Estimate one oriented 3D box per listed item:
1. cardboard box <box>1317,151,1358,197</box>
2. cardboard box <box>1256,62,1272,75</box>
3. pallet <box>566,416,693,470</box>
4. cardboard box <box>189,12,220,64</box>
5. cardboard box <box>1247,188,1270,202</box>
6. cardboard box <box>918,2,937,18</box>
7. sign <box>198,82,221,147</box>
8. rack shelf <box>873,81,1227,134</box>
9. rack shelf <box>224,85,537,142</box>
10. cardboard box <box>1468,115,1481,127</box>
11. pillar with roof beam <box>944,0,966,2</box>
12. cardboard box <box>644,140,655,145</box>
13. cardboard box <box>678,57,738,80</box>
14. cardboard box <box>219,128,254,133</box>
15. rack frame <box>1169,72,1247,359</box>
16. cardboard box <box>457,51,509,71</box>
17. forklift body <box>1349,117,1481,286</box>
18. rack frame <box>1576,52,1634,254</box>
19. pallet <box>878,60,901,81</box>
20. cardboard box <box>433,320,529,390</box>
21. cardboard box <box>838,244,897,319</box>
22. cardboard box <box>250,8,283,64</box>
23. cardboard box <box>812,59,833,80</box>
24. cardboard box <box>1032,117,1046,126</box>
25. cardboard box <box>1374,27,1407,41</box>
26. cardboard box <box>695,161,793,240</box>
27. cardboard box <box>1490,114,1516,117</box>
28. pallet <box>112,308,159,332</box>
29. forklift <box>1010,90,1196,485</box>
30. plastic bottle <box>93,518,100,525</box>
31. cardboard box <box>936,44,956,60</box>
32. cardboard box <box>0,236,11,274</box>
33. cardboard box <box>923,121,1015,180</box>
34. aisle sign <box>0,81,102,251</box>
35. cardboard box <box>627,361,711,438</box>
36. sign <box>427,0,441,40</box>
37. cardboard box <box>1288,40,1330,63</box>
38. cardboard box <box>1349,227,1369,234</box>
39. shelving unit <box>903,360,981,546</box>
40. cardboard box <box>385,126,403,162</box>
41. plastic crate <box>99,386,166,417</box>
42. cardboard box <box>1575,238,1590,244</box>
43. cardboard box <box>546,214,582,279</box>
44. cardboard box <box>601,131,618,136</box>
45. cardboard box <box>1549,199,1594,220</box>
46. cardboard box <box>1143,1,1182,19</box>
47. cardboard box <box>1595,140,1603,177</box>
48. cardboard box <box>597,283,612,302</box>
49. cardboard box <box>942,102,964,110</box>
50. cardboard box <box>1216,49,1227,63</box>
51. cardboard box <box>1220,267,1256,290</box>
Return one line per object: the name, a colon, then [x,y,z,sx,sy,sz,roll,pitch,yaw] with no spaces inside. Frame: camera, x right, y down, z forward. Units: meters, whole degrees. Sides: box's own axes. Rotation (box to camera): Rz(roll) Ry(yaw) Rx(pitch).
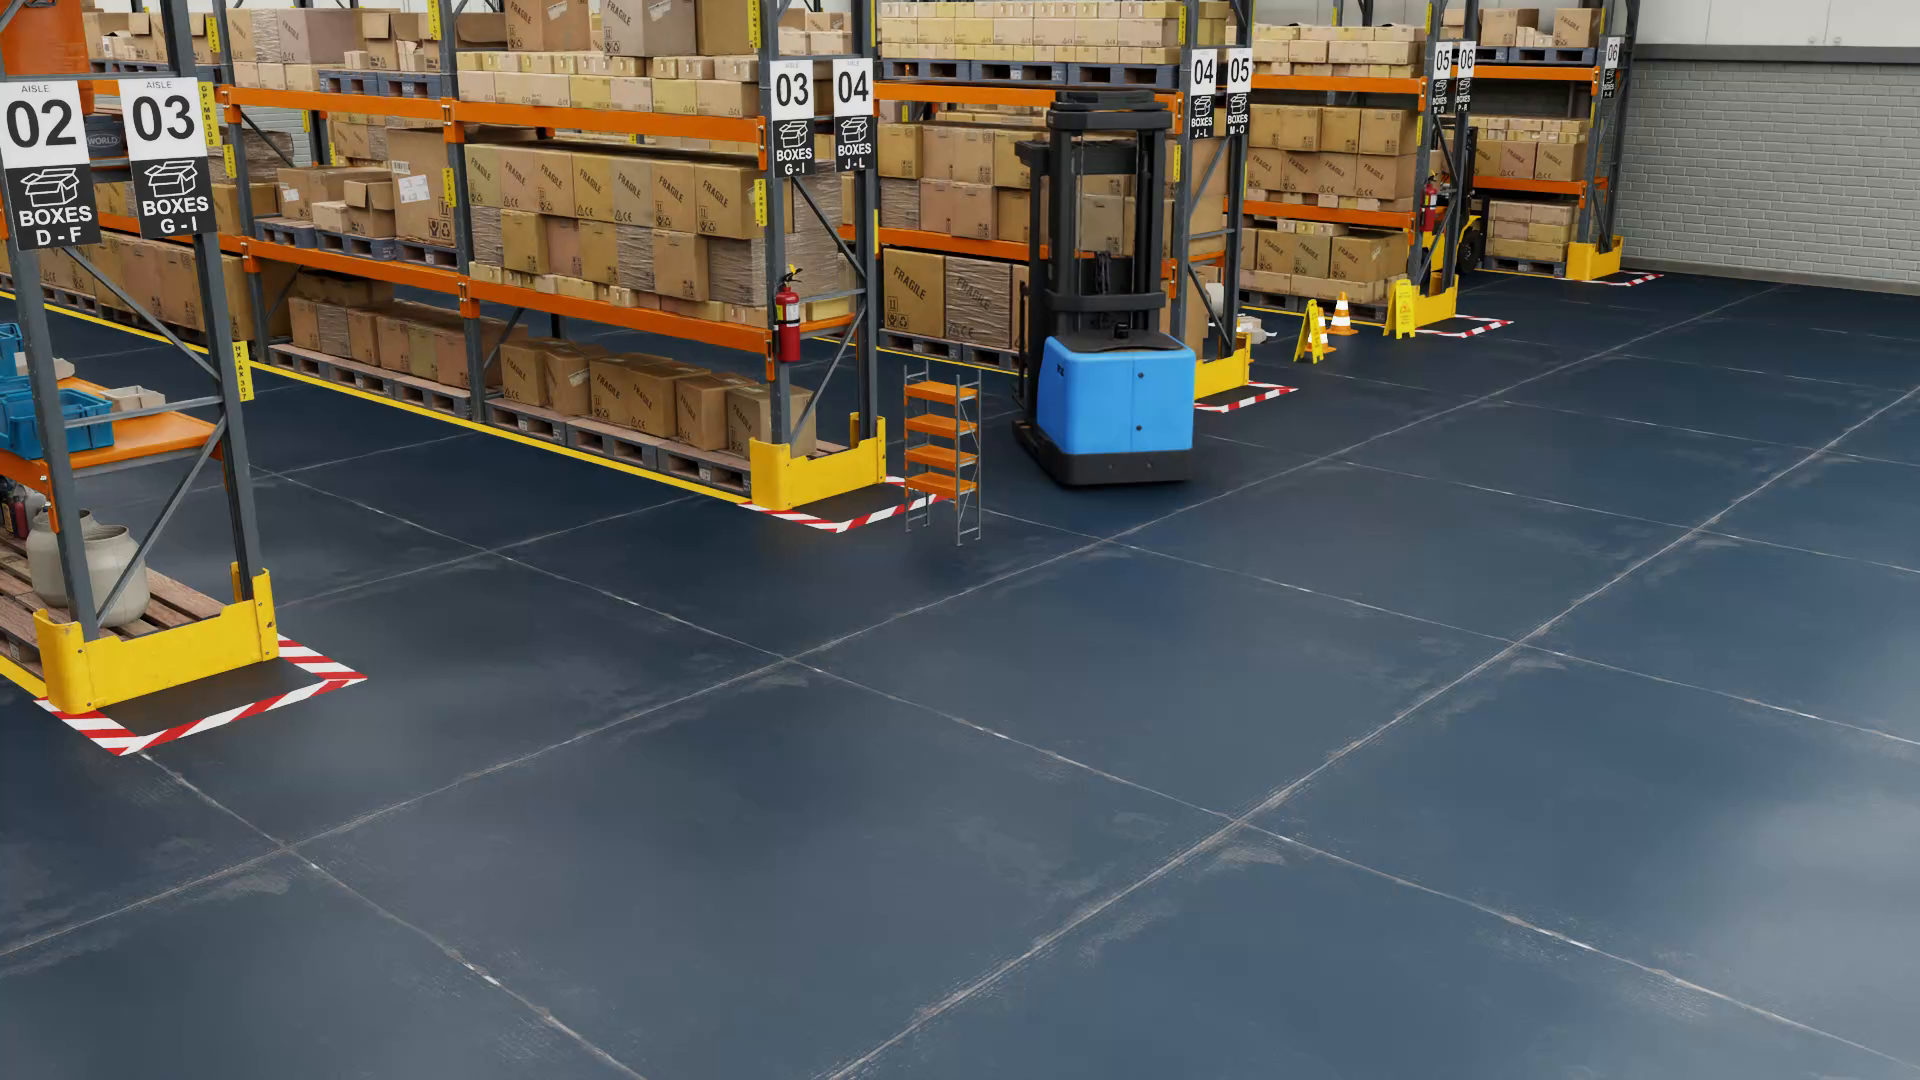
cardboard box: [4.602,-4.367,19.757,0.500,0.500,0.500,15,23,39]
cardboard box: [3.796,-5.714,20.115,0.250,0.149,0.380,15,23,40]
pallet: [-2.565,-0.890,14.066,1.213,0.211,1.003,15,23,39]
cardboard box: [-7.503,-5.179,17.148,0.797,0.503,0.637,-17,24,-42]
cardboard box: [3.751,-4.274,20.535,0.250,0.149,0.380,15,23,39]
cardboard box: [-0.212,-5.379,16.879,0.250,0.149,0.380,15,23,39]
sign: [-3.935,-2.224,8.689,0.005,0.325,0.100,15,23,39]
rack shelf: [0.857,-4.378,16.678,4.000,0.370,1.077,15,23,39]
rack shelf: [-5.503,-4.079,15.736,4.000,0.370,1.077,15,23,39]
cardboard box: [7.295,-5.983,23.775,0.250,0.149,0.380,15,23,40]
pillar with roof beam: [-2.901,-9.792,27.590,0.400,9.000,9.100,15,23,39]
cardboard box: [-3.851,-4.997,21.136,0.250,0.149,0.380,15,23,39]
cardboard box: [-1.824,-3.430,12.090,0.250,0.149,0.380,14,22,37]
cardboard box: [-8.021,-4.201,18.068,0.637,0.503,0.797,16,23,40]
rack frame: [2.352,-2.889,15.757,0.127,3.000,1.000,15,23,39]
cardboard box: [-3.969,-4.004,13.899,0.250,0.149,0.380,14,22,38]
forklift body: [6.225,-4.717,22.919,1.214,2.155,2.313,15,23,39]
rack frame: [8.854,-5.153,22.891,0.127,3.000,1.000,15,23,39]
pallet: [-1.358,-5.204,18.408,1.217,0.209,0.805,14,22,37]
cardboard box: [-4.452,-1.737,15.531,0.500,0.500,0.700,13,22,35]
cardboard box: [-1.163,-2.925,18.893,0.750,0.750,1.050,15,23,39]
cardboard box: [-6.441,-4.854,15.998,0.500,0.500,0.500,15,23,40]
cardboard box: [-1.068,-3.443,12.133,0.250,0.149,0.380,15,23,39]
cardboard box: [1.319,-5.467,22.529,0.500,0.500,0.500,16,24,41]
cardboard box: [4.946,-5.781,19.008,0.250,0.149,0.380,16,23,40]
cardboard box: [-1.591,-2.508,12.246,0.500,0.500,0.500,15,23,39]
cardboard box: [7.845,-6.053,23.997,0.250,0.149,0.380,14,23,38]
pallet: [-9.364,-2.730,19.865,1.213,0.211,1.003,15,23,39]
forklift: [1.058,-2.220,13.761,1.130,2.935,3.031,-3,18,-9]
plastic bottle: [-5.452,-0.011,10.470,0.097,0.271,0.097,0,18,0]
cardboard box: [-0.025,-4.948,16.841,0.250,0.149,0.380,15,23,38]
cardboard box: [-12.451,-4.077,22.318,0.875,0.875,0.875,15,23,39]
cardboard box: [0.102,-4.113,17.579,0.550,0.550,0.875,15,23,39]
aisle sign: [-4.446,-1.824,8.104,0.004,0.787,0.394,15,23,39]
cardboard box: [-2.397,-1.168,13.770,0.500,0.500,0.500,-16,23,-41]
sign: [-4.373,-4.328,13.826,0.005,0.325,0.100,15,23,39]
cardboard box: [4.234,-5.776,19.650,0.500,0.250,0.500,16,24,41]
cardboard box: [4.731,-3.610,20.639,0.500,0.500,0.500,14,22,37]
shelving unit: [-0.124,-0.605,11.535,0.503,1.200,0.258,15,23,39]
cardboard box: [-7.931,-5.726,24.039,0.500,0.500,0.500,15,23,39]
plastic crate: [-4.759,-0.794,9.590,0.250,0.136,0.298,15,23,39]
cardboard box: [8.617,-4.186,23.694,0.500,0.250,0.500,15,23,39]
cardboard box: [-2.920,-2.490,13.841,0.500,0.500,0.875,15,23,39]
cardboard box: [-5.839,-7.033,28.649,0.500,0.500,0.500,15,23,38]
cardboard box: [8.621,-4.659,23.531,0.500,0.250,0.500,15,23,38]
cardboard box: [1.875,-4.818,15.113,0.250,0.149,0.380,15,23,40]
cardboard box: [8.668,-5.363,23.387,0.500,0.500,0.500,16,24,41]
cardboard box: [-2.698,-2.022,13.438,0.250,0.149,0.380,15,23,39]
cardboard box: [0.092,-7.663,29.939,0.500,0.500,0.700,16,23,41]
cardboard box: [2.309,-4.589,15.708,0.250,0.149,0.380,15,23,40]
cardboard box: [3.638,-3.332,21.004,0.500,0.250,0.500,15,23,39]
